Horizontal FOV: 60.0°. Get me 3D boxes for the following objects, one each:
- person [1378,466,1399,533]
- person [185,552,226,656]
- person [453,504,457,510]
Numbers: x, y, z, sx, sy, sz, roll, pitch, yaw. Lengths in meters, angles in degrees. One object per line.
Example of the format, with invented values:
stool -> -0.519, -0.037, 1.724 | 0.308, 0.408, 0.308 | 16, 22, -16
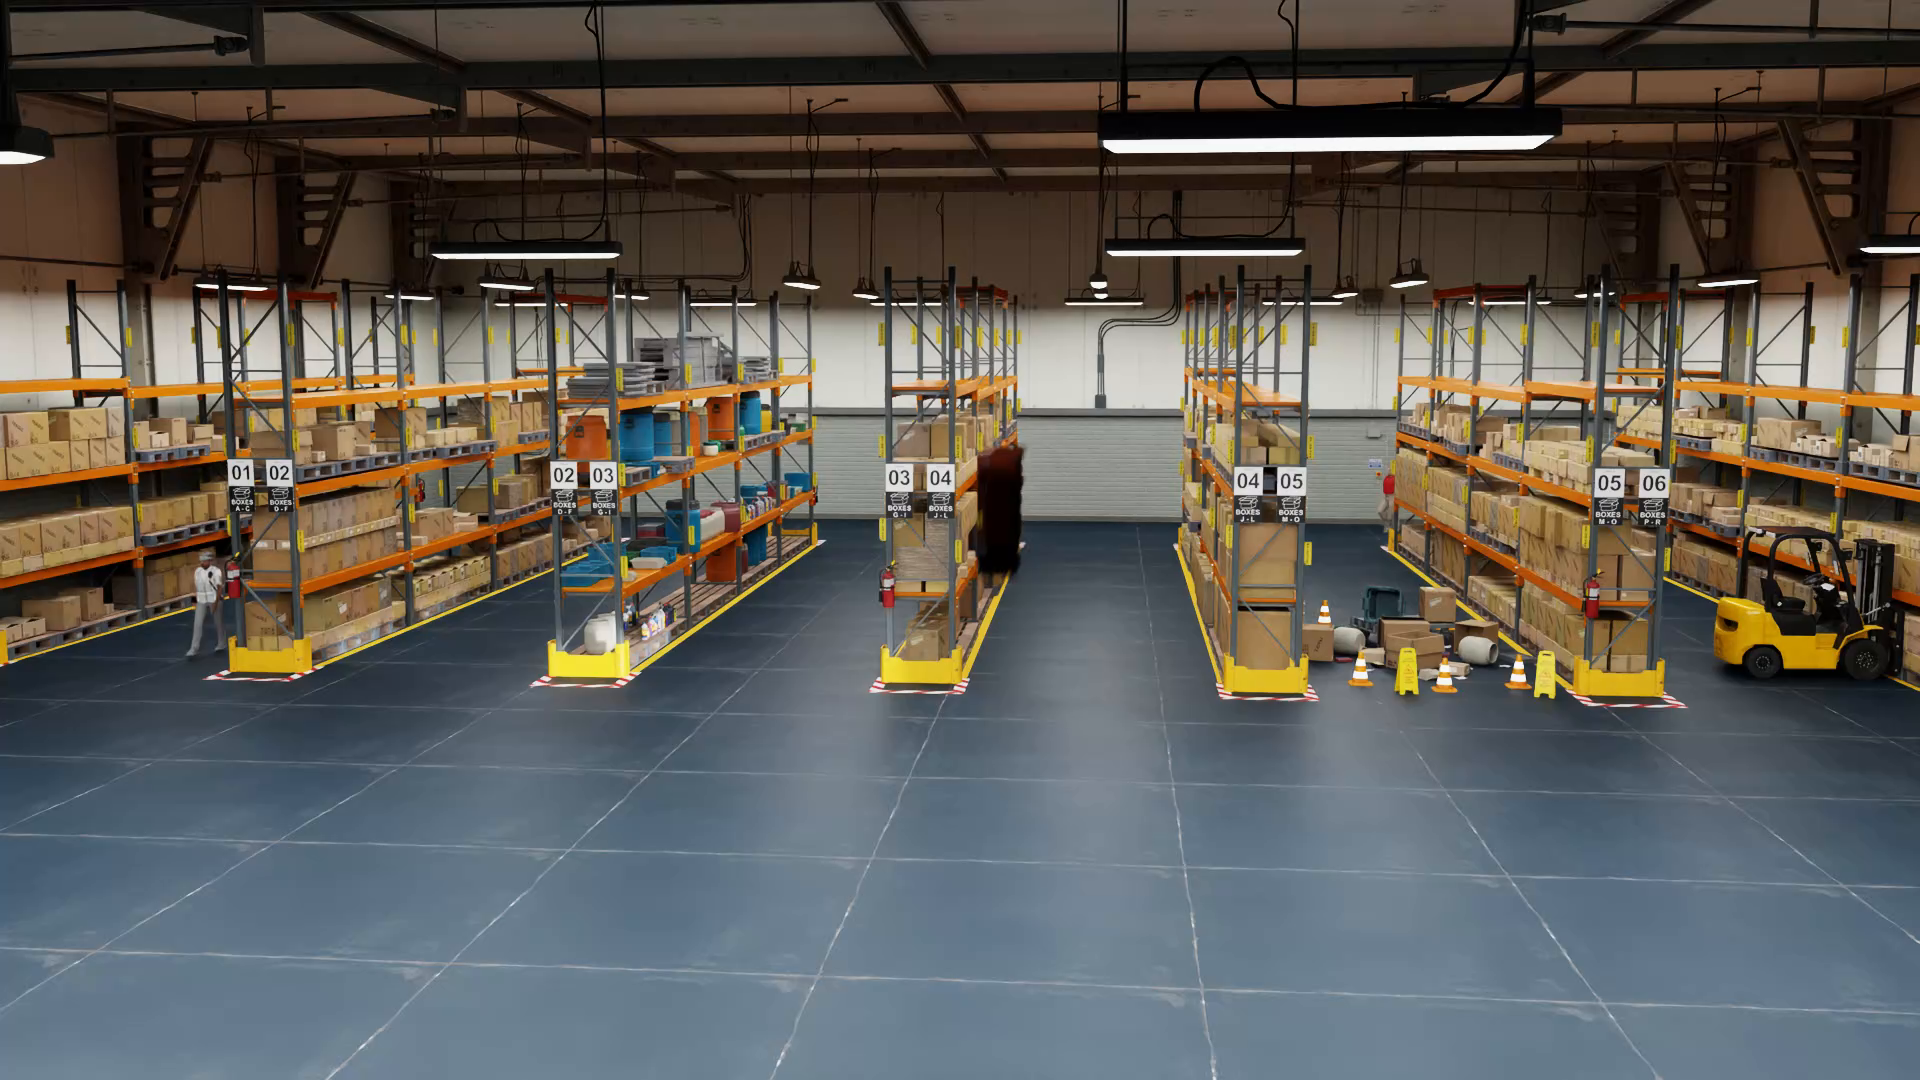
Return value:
person -> 11.035, -1.016, 42.631 | 0.494, 1.782, 0.579 | -3, 8, -22
person -> -11.899, 0.989, 26.268 | 0.469, 1.623, 0.970 | -1, 7, -8
person -> -11.008, -0.285, 37.218 | 0.559, 1.558, 0.745 | 2, 7, 15
